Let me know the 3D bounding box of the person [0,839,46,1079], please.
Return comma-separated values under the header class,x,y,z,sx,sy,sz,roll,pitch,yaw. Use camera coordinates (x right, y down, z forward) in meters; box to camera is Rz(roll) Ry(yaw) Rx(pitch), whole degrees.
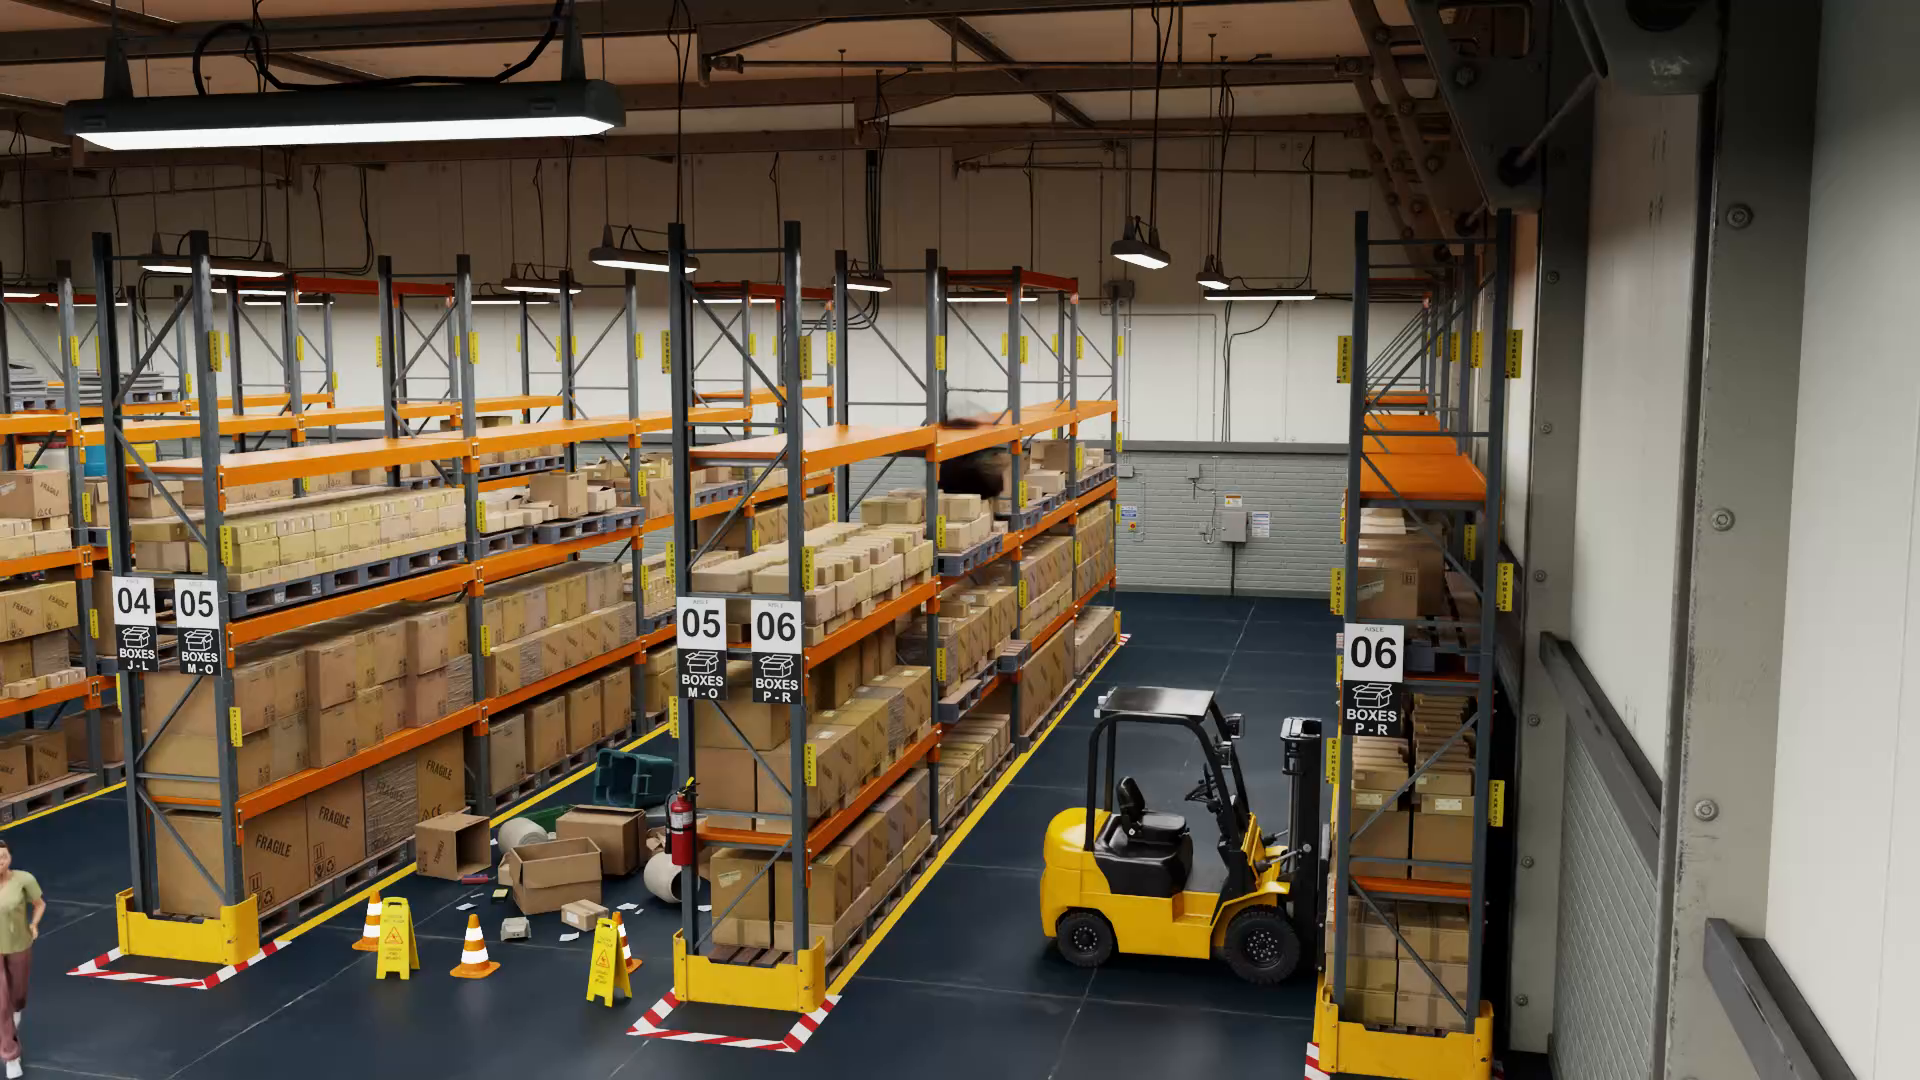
class,x,y,z,sx,sy,sz,roll,pitch,yaw
person,-6.847,2.915,11.900,0.559,1.648,0.888,-5,8,-33
